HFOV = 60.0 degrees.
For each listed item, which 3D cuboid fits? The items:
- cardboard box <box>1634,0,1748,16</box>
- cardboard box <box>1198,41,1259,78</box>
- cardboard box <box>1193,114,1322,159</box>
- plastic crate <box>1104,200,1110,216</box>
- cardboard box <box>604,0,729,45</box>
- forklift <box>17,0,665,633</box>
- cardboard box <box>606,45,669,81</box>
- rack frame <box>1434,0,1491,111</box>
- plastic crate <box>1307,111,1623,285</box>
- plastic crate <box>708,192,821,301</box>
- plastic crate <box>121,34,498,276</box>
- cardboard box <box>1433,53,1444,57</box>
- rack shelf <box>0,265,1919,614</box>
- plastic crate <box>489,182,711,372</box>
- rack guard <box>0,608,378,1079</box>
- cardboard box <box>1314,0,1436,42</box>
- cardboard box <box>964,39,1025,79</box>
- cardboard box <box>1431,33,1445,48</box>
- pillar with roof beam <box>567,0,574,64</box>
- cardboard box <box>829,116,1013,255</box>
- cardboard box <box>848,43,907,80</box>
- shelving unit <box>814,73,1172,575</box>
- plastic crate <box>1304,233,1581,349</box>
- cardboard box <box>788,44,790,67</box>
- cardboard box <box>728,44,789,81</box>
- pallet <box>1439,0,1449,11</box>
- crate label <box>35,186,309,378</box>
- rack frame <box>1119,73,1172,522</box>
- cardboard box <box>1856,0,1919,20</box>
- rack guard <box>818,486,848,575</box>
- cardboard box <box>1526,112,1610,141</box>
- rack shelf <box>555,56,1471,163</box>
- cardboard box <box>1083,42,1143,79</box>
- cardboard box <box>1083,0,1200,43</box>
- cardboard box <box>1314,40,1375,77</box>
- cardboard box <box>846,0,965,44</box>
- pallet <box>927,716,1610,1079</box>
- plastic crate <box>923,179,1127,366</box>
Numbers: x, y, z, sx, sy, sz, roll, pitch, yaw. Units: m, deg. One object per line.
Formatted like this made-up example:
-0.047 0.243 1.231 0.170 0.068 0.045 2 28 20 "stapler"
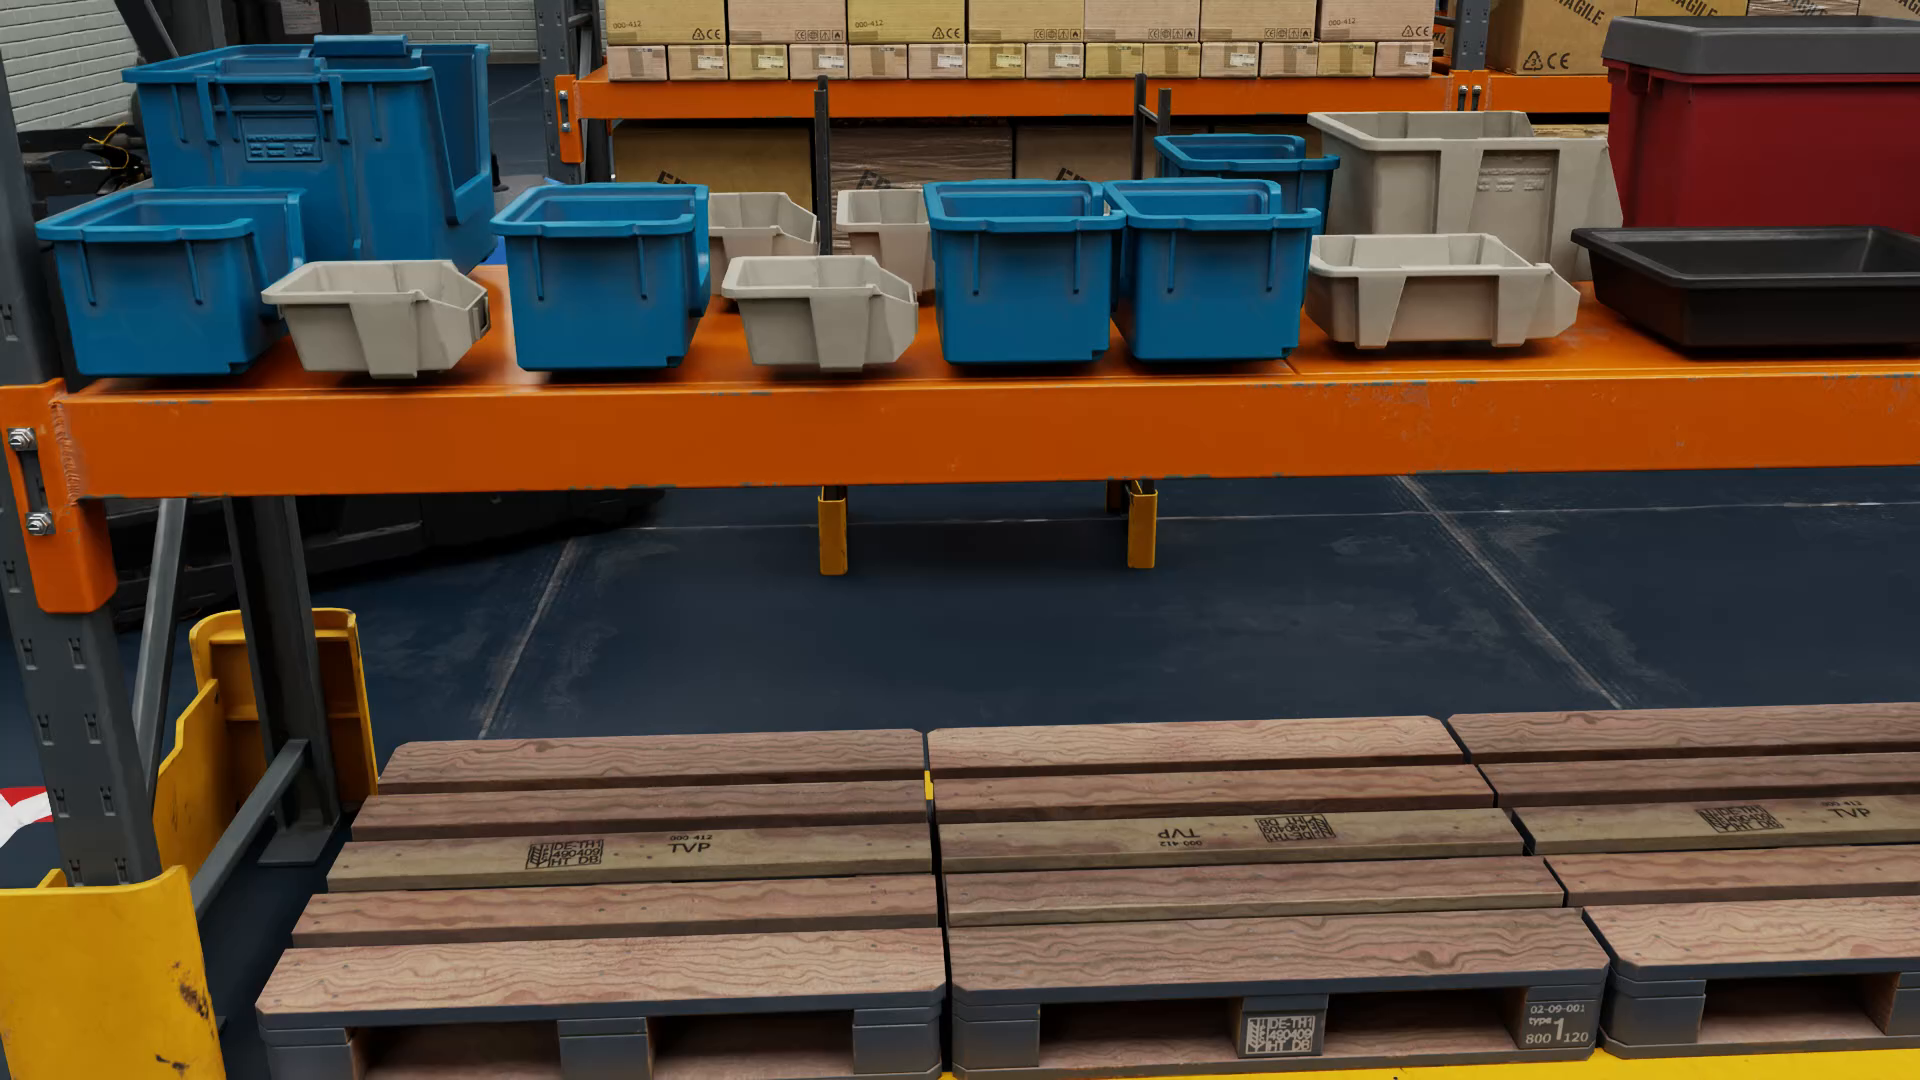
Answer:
3.202 -2.393 7.549 0.500 0.500 0.500 -1 21 -3 "cardboard box"
1.171 -2.159 7.429 0.250 0.149 0.380 -1 21 -2 "cardboard box"
1.563 -1.633 8.091 0.875 0.875 0.875 -1 21 -3 "cardboard box"
0.181 -0.587 3.235 0.250 0.136 0.298 -1 21 -3 "plastic crate"
-1.272 -2.316 7.282 0.500 0.250 0.500 -2 21 -4 "cardboard box"
-2.546 -1.306 4.931 3.031 2.935 1.130 -13 24 -31 "forklift"
-1.393 -2.106 7.290 0.250 0.149 0.380 -1 21 -2 "cardboard box"
2.227 -2.415 7.748 0.127 3.000 1.000 -1 21 -3 "rack frame"
0.975 -0.662 3.227 0.530 0.282 0.437 -1 21 -3 "plastic crate"
-0.390 -0.561 3.164 0.243 0.136 0.396 -1 21 -3 "plastic crate"
-1.160 -0.692 3.088 0.499 0.435 0.616 -1 21 -3 "plastic crate"
3.838 -3.499 12.464 0.500 0.250 0.500 0 21 -1 "cardboard box"
0.513 -0.279 3.148 4.000 0.370 1.077 -1 21 -3 "rack shelf"
-0.561 -0.425 2.673 0.300 0.233 0.416 -1 21 -3 "plastic crate"
-1.507 0.599 3.345 0.348 0.500 1.175 -1 21 -3 "rack guard"
1.801 -2.382 7.453 0.500 0.250 0.500 -2 21 -4 "cardboard box"
0.142 -2.138 7.373 0.250 0.149 0.380 -2 21 -4 "cardboard box"
4.960 -5.235 17.552 0.875 0.875 0.875 -1 21 -4 "cardboard box"
-5.117 -9.157 17.025 0.400 9.000 9.100 -1 21 -3 "pillar with roof beam"
-0.224 -1.597 7.995 0.875 0.875 0.875 -1 21 -3 "cardboard box"
-0.367 -2.128 7.347 0.250 0.149 0.380 -2 21 -4 "cardboard box"
0.076 -0.702 5.358 1.083 1.500 0.587 -1 21 -3 "shelving unit"
0.788 -0.418 2.789 0.466 0.136 0.293 -1 21 -3 "plastic crate"
-0.918 -2.351 7.933 0.250 0.149 0.380 -1 21 -3 "cardboard box"
-0.882 -2.117 7.319 0.250 0.149 0.380 -2 21 -4 "cardboard box"
4.064 -4.116 12.485 1.213 0.211 1.003 -1 21 -3 "pallet"
-1.218 -0.412 2.638 0.303 0.233 0.416 -1 21 -3 "crate label"
0.593 -0.713 5.386 0.032 1.500 0.500 -1 21 -3 "rack frame"
4.218 -2.415 7.608 0.500 0.500 0.500 -1 21 -2 "cardboard box"
-0.421 -0.108 5.554 0.087 0.250 0.587 -1 21 -3 "rack guard"
2.865 -1.638 8.104 0.875 0.875 1.225 -1 21 -3 "cardboard box"
0.230 -2.038 7.769 4.000 0.370 1.077 -1 21 -3 "rack shelf"
0.658 -2.149 7.402 0.250 0.149 0.380 -1 21 -4 "cardboard box"
0.775 -2.360 7.396 0.500 0.250 0.500 -1 21 -2 "cardboard box"
1.684 -2.169 7.457 0.250 0.149 0.380 -1 21 -2 "cardboard box"
-0.251 -2.338 7.339 0.500 0.250 0.500 -2 21 -5 "cardboard box"
0.557 0.702 3.479 1.213 0.211 1.003 -1 21 -3 "pallet"
0.096 -0.439 2.709 0.300 0.233 0.416 -1 21 -3 "plastic crate"
